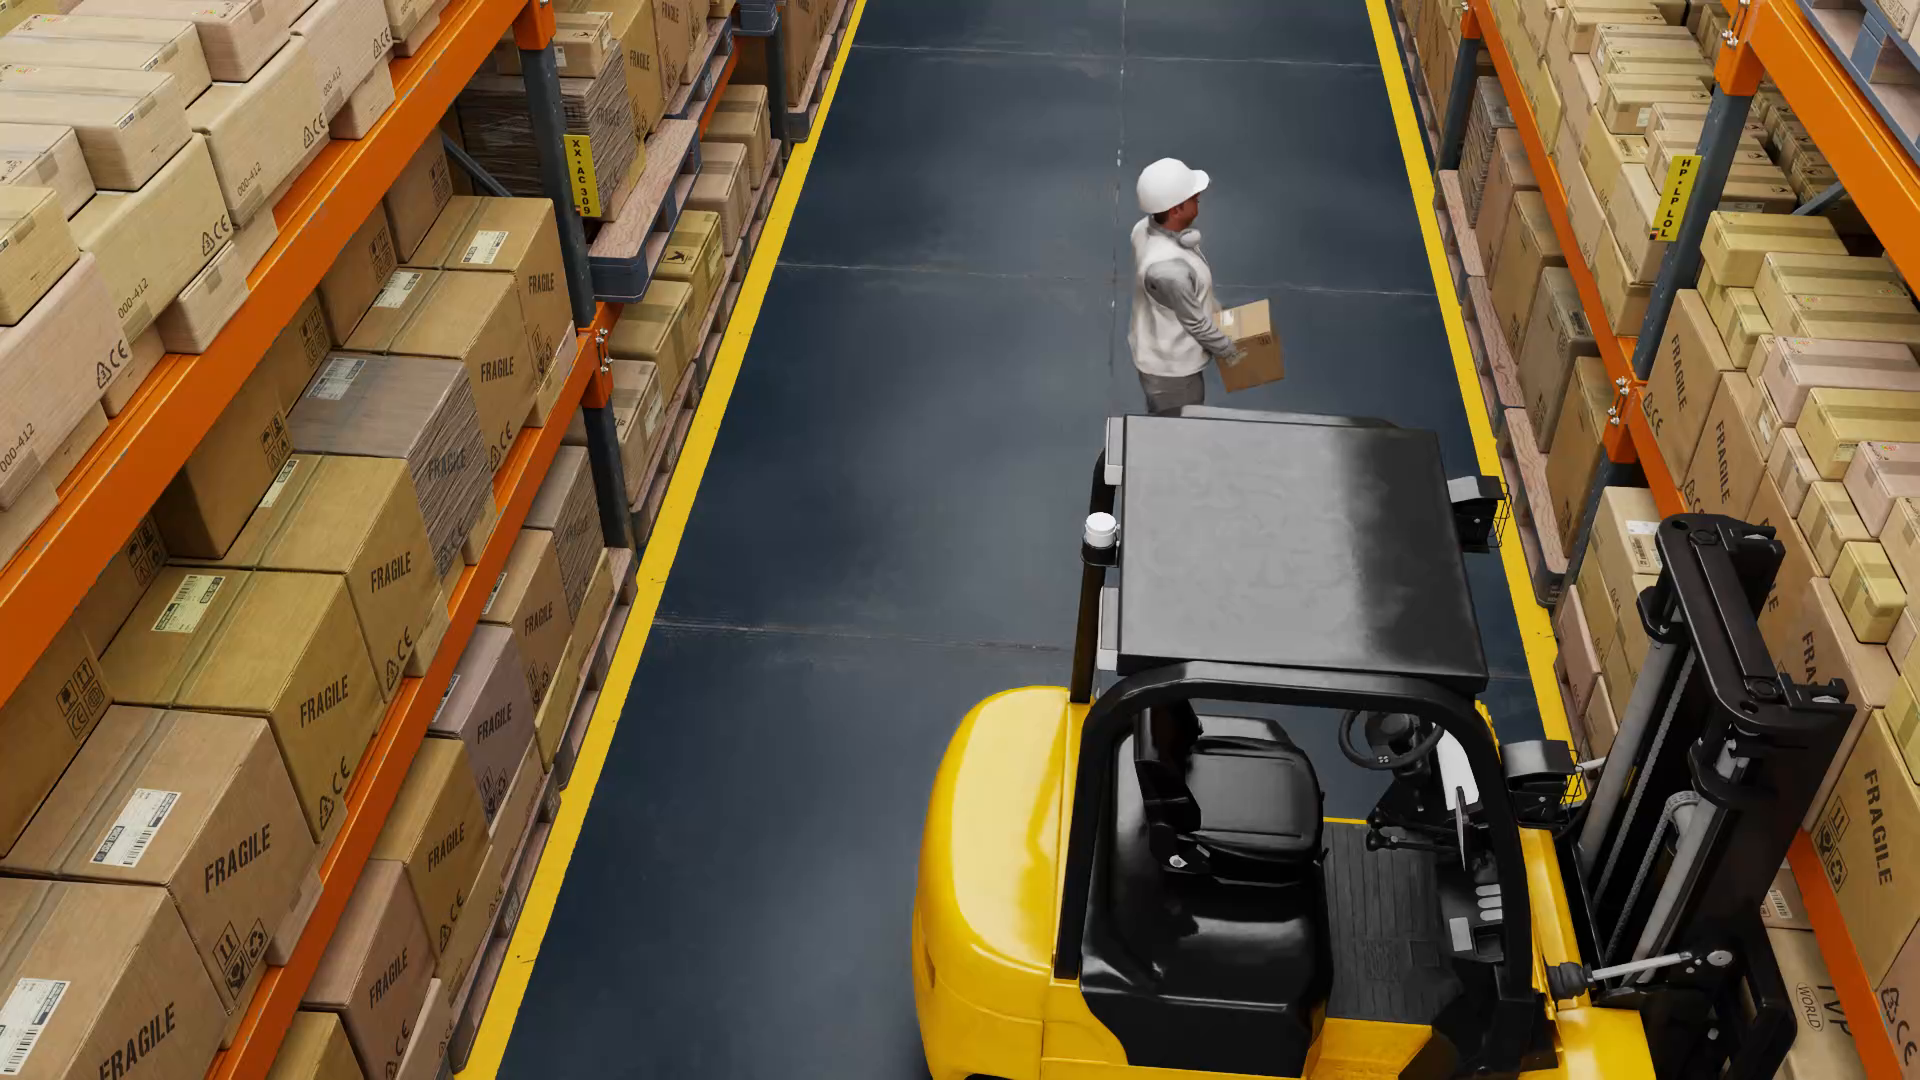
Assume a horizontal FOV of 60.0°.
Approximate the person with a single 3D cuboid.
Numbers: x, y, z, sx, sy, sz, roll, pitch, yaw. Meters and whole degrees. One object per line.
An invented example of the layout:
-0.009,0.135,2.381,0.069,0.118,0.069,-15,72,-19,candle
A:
0.971,-0.798,7.091,0.540,1.776,0.531,-2,40,-3,person
